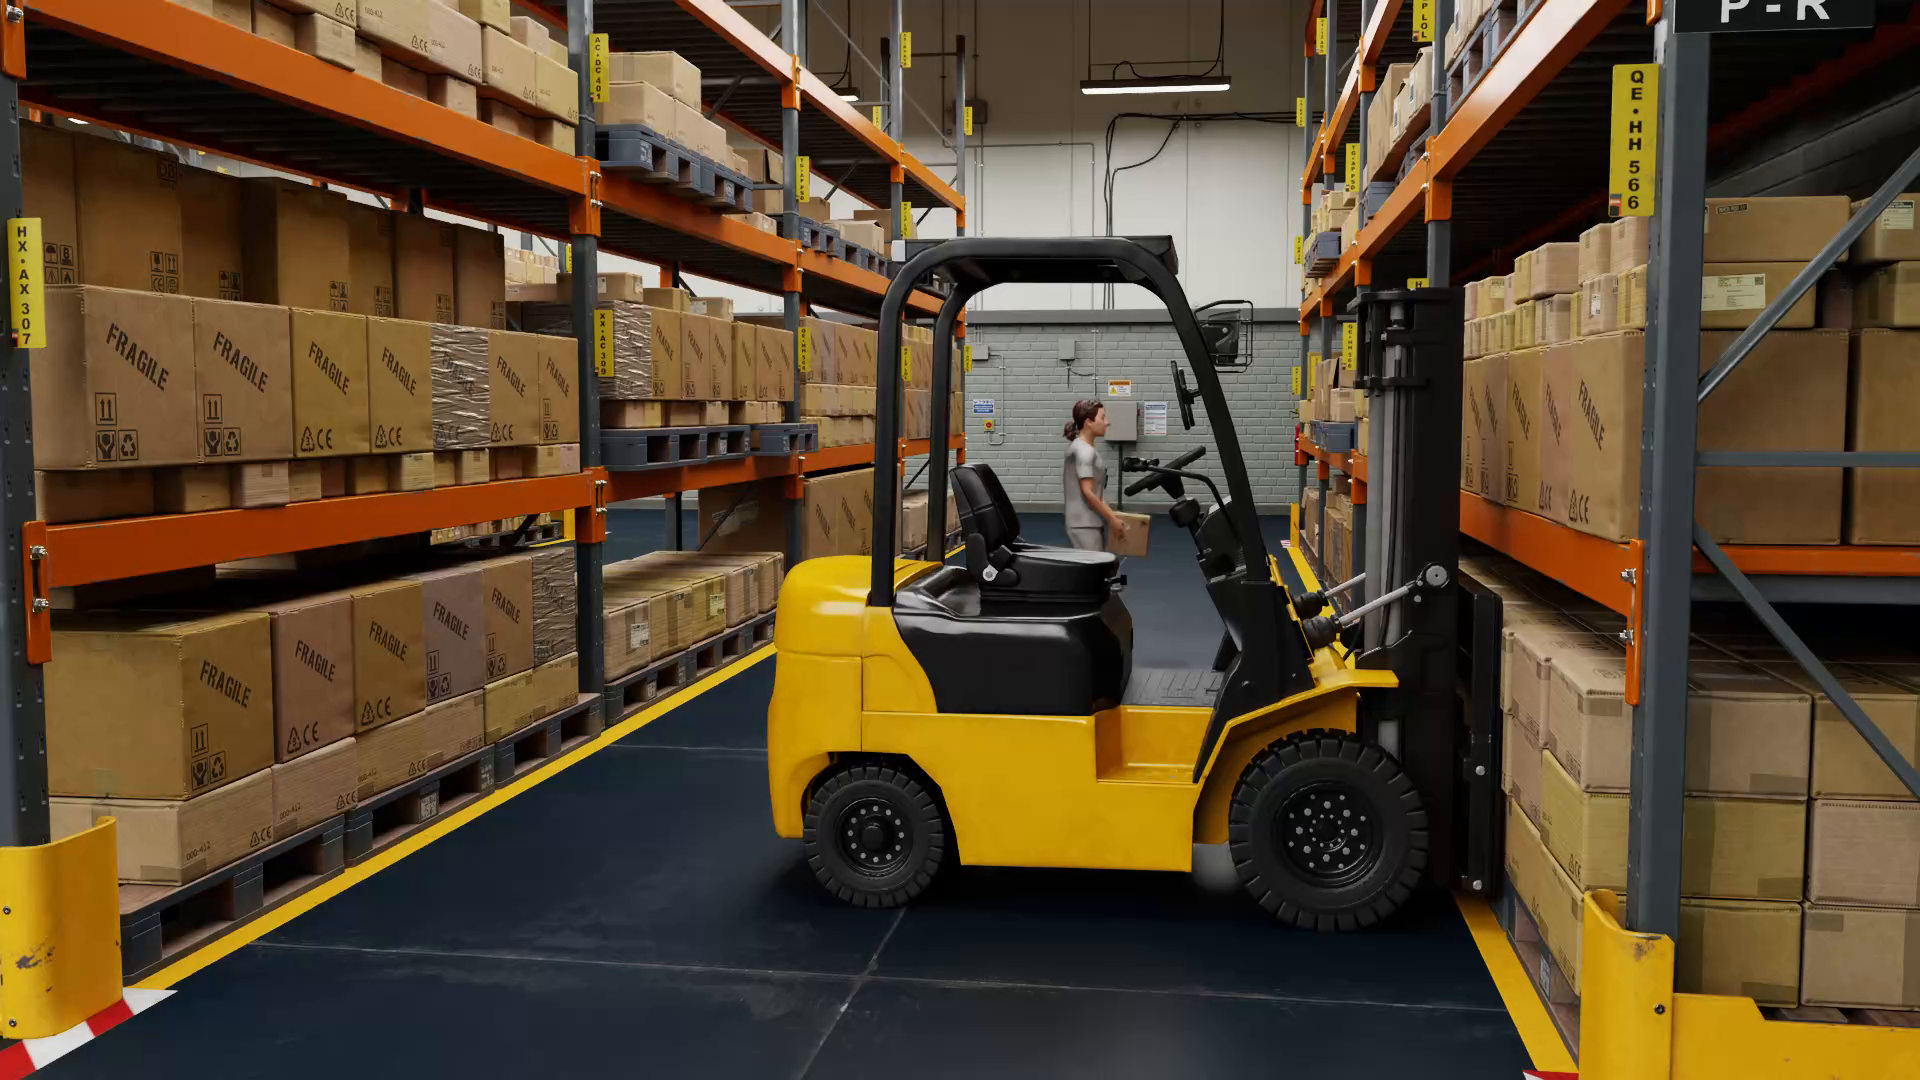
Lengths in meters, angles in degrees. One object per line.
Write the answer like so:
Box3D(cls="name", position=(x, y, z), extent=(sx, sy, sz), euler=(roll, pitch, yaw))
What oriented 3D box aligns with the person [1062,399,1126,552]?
Box3D(cls="person", position=(0.855, -0.062, 10.620), extent=(0.429, 1.676, 0.466), euler=(1, 5, 8))
